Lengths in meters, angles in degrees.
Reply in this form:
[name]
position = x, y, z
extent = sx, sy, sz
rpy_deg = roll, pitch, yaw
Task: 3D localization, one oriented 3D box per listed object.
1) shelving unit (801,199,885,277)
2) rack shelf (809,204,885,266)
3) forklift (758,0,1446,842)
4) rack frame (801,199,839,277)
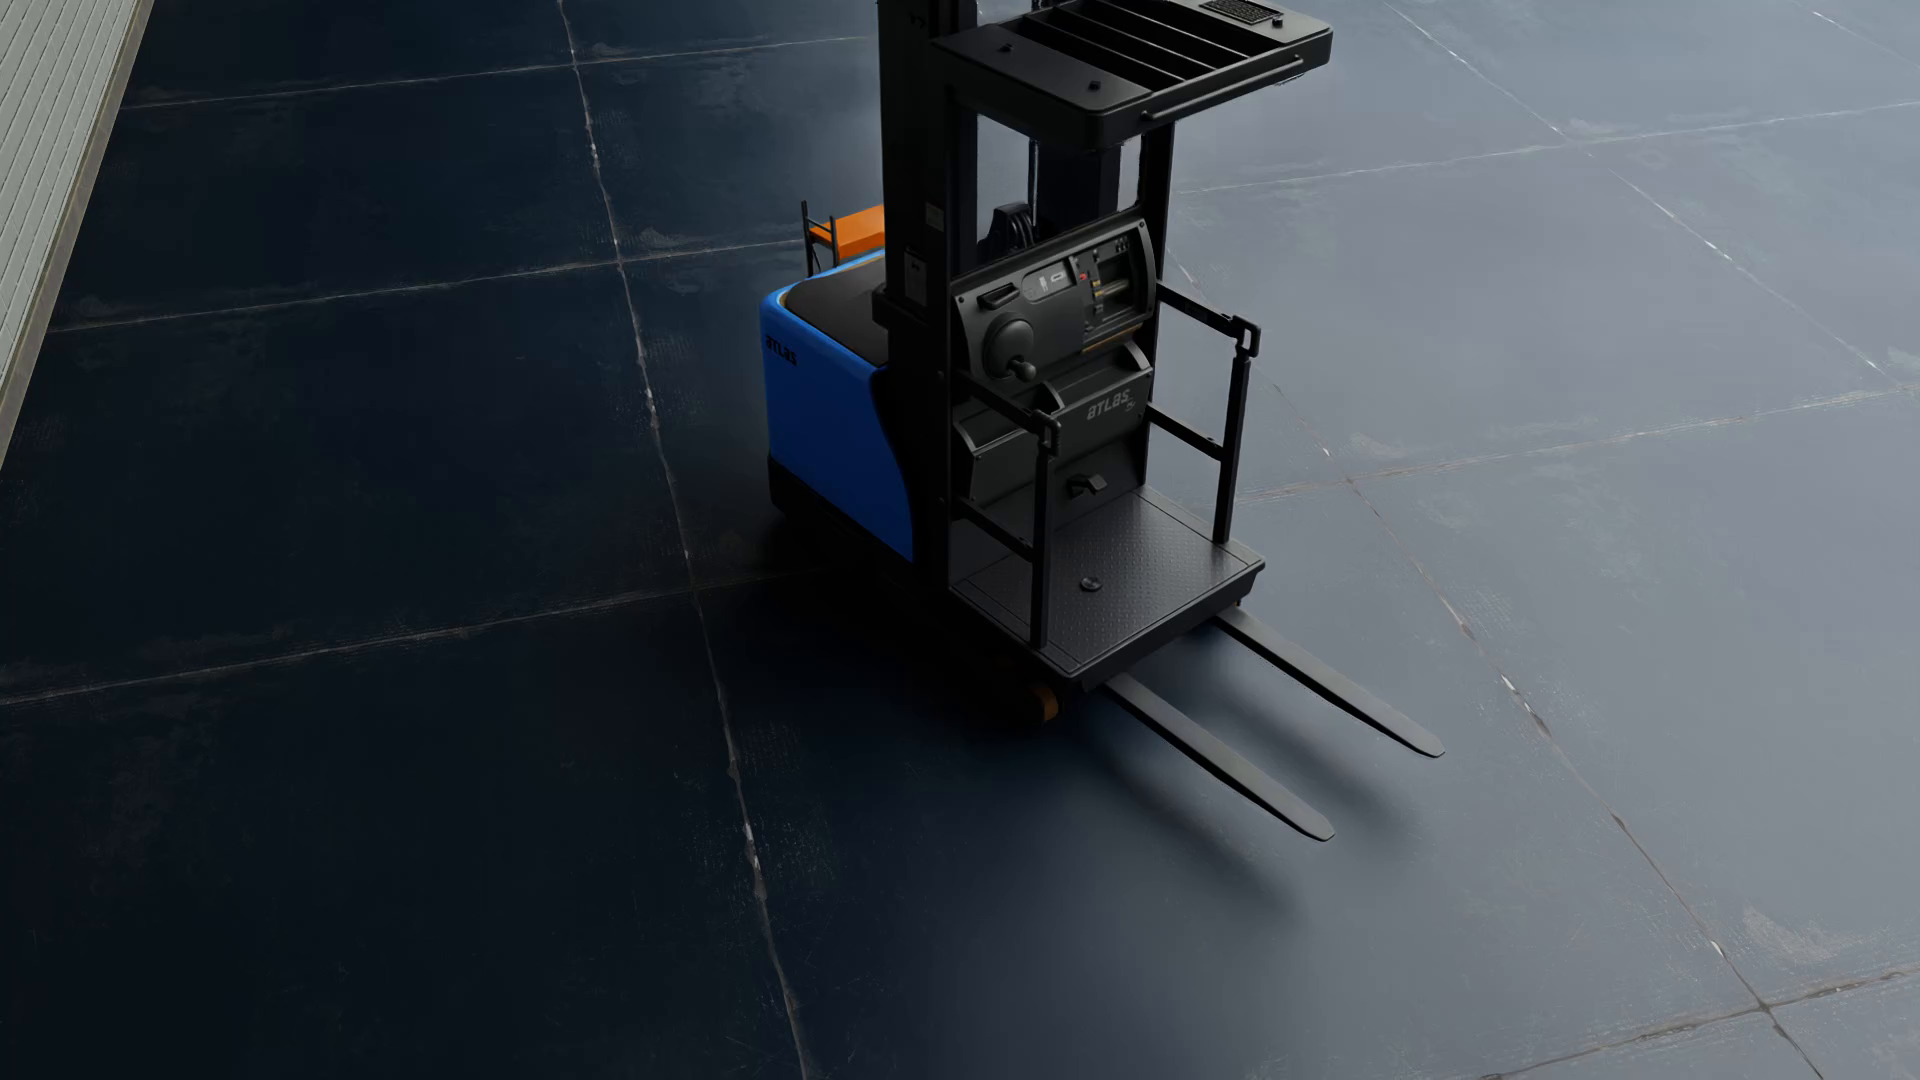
[shelving unit]
position = -0.394, -1.021, 7.585
extent = 0.503, 1.200, 0.258
rpy_deg = -25, 41, -29
[rack shelf]
position = -0.409, -1.345, 7.362
extent = 0.480, 0.148, 0.258
rpy_deg = -25, 41, -29
[forklift]
position = 0.495, -0.810, 5.897
extent = 1.130, 2.935, 3.031
rpy_deg = -27, 45, -31
[rack frame]
position = -0.586, -0.930, 7.465
extent = 0.015, 1.200, 0.240
rpy_deg = -25, 41, -29
